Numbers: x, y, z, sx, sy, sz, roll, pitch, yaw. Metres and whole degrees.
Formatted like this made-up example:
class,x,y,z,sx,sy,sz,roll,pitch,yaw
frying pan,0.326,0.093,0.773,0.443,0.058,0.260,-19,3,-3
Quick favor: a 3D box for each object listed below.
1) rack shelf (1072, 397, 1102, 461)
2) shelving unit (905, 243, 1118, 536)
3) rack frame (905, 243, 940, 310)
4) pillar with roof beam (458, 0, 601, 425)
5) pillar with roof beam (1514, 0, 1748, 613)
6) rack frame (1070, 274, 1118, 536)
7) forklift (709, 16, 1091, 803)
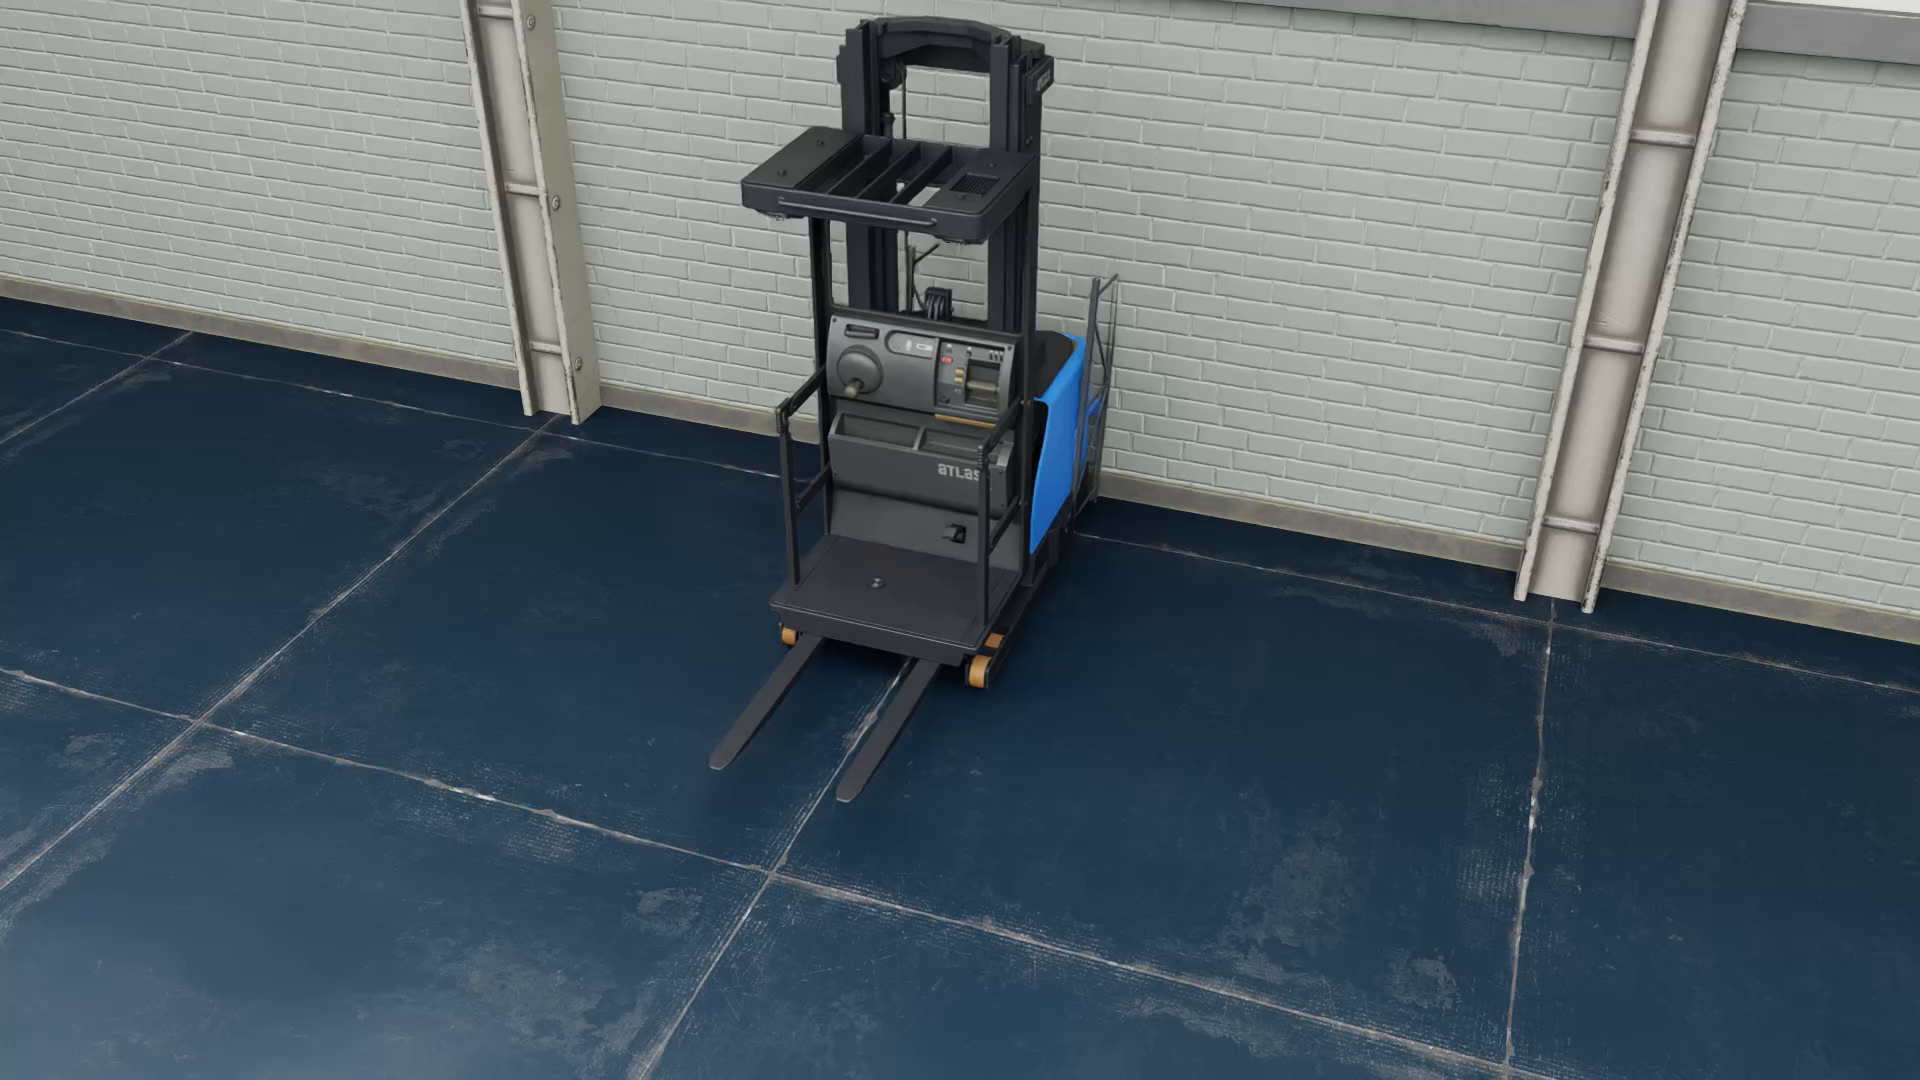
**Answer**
class,x,y,z,sx,sy,sz,roll,pitch,yaw
rack shelf,0.246,-0.721,9.264,1.000,0.185,0.538,13,29,17
shelving unit,0.258,-0.880,9.181,1.048,1.500,0.538,13,29,17
rack frame,-0.215,-0.992,9.329,0.032,1.500,0.500,13,29,17
pillar with roof beam,-3.952,-2.413,4.659,0.400,9.000,9.100,11,34,16
pillar with roof beam,1.696,-1.315,2.958,0.400,9.000,9.100,11,34,16
rack frame,0.731,-0.768,9.033,0.032,1.500,0.500,13,29,17
forklift,-0.264,-0.761,7.694,1.130,2.935,3.031,11,35,17
